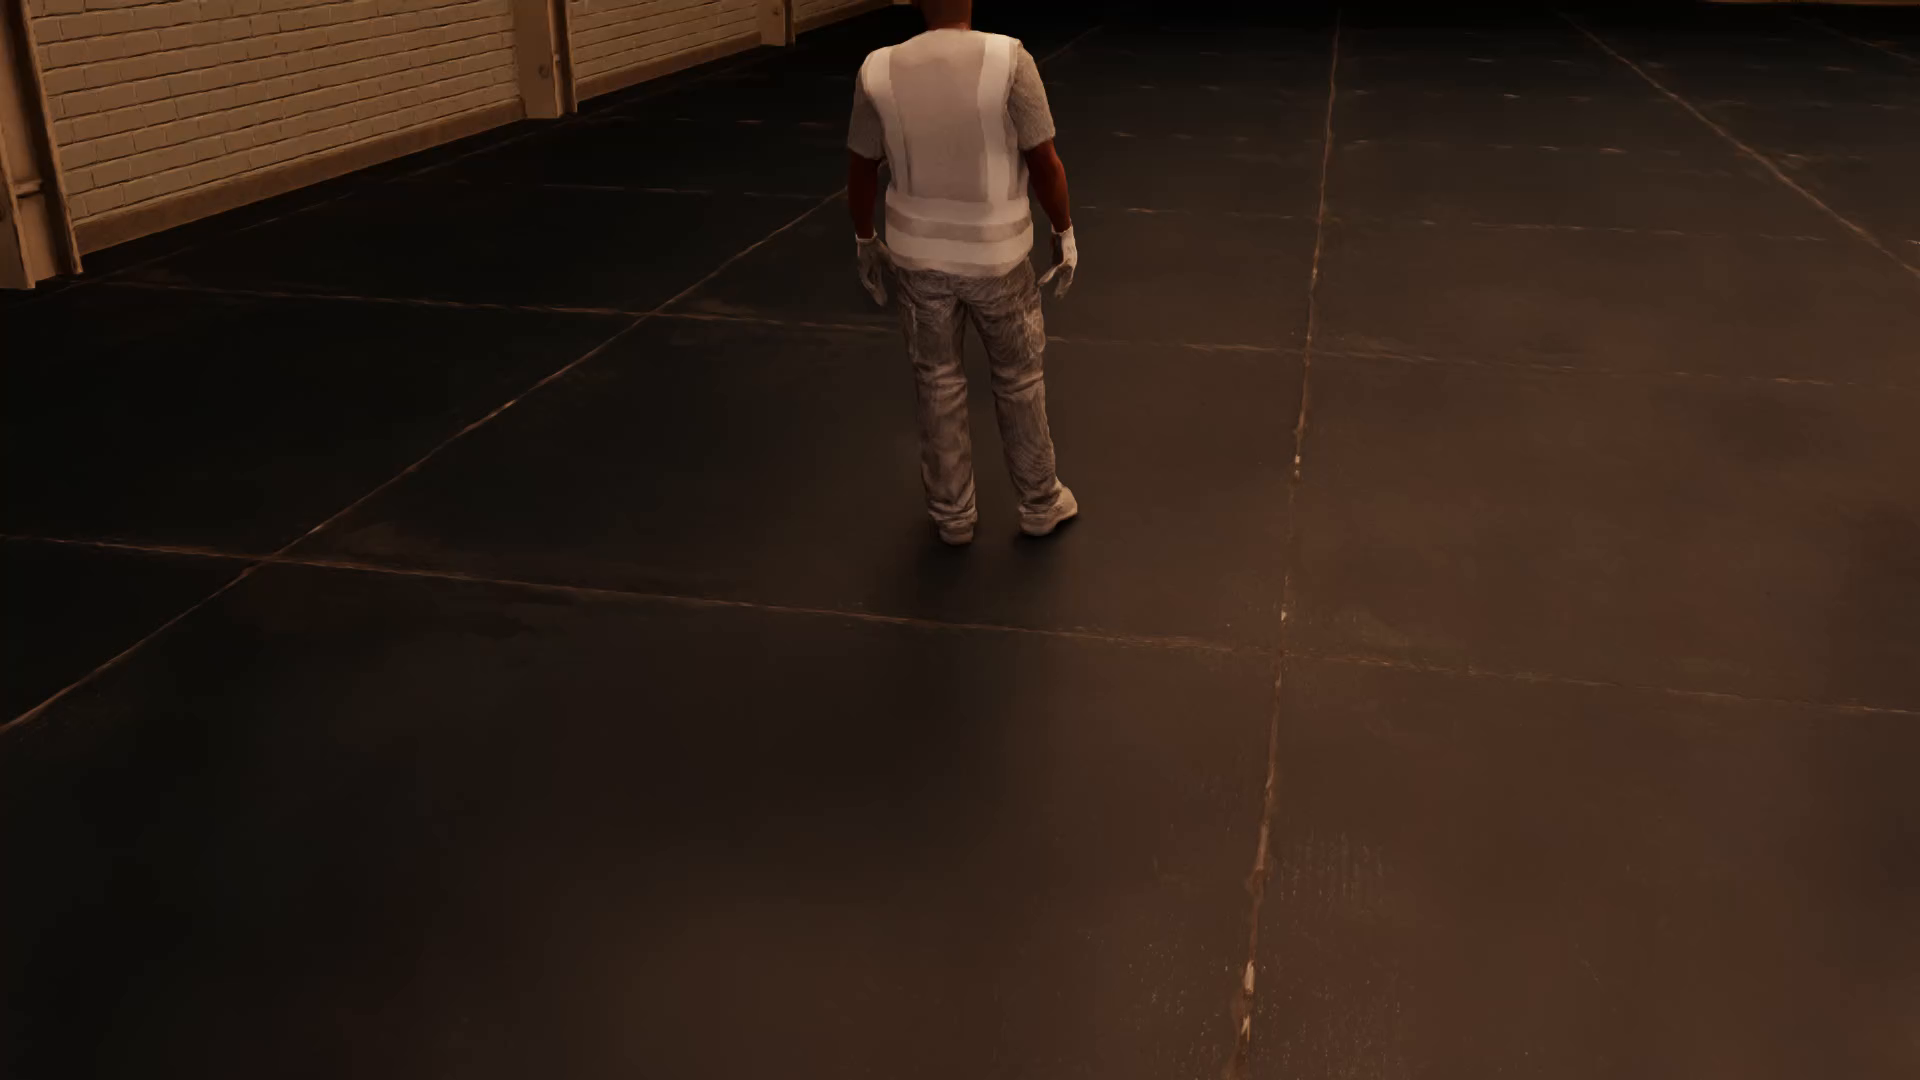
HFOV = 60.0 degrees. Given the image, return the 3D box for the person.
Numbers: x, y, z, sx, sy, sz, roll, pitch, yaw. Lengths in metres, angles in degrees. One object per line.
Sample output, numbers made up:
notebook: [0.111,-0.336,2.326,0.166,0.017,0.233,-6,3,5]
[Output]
person: [0.023,-0.858,4.873,0.655,1.782,0.576,5,23,11]
